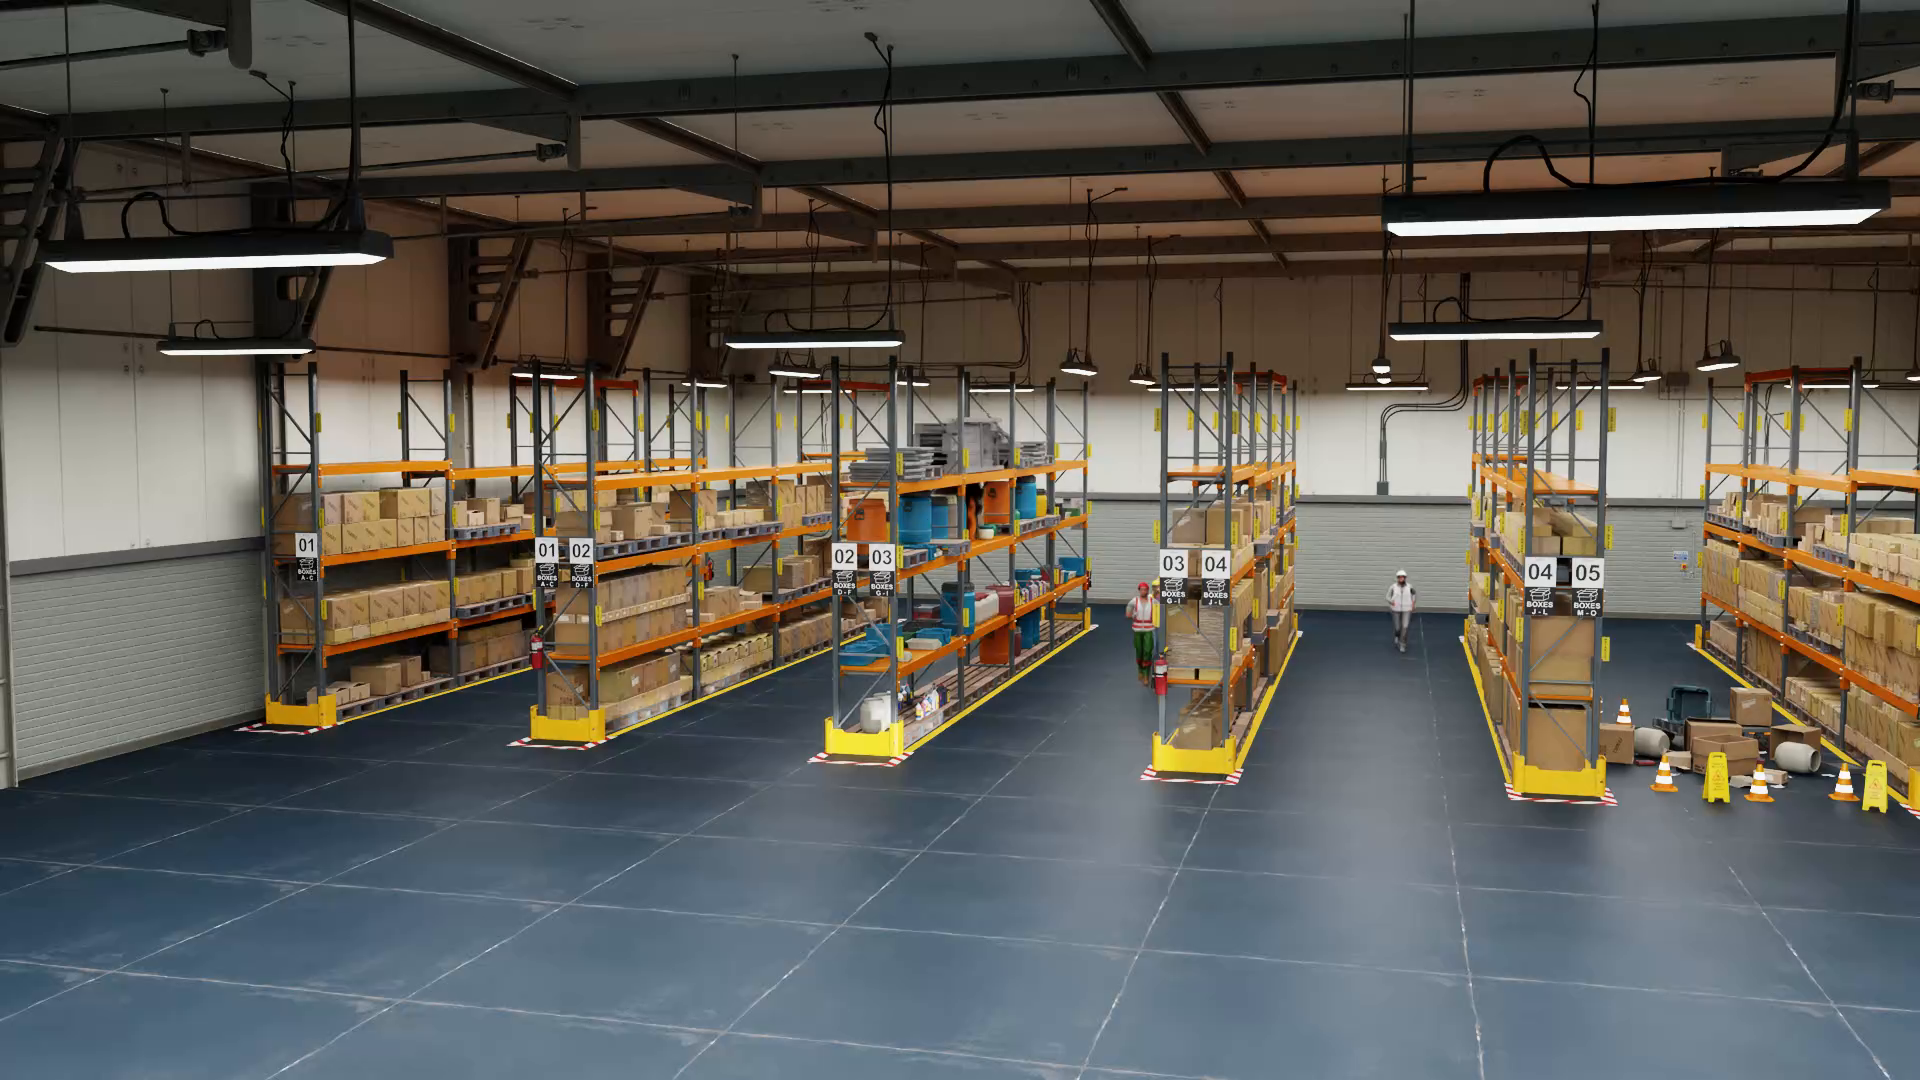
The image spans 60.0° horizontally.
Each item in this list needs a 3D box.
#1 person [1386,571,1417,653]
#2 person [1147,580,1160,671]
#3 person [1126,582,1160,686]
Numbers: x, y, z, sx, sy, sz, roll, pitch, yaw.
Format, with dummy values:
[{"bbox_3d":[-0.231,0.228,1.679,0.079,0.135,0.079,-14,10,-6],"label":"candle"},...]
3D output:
[{"bbox_3d":[9.713,1.555,36.583,0.673,1.775,0.937,1,4,14],"label":"person"},{"bbox_3d":[3.743,1.635,31.525,0.674,1.754,0.536,1,4,16],"label":"person"},{"bbox_3d":[3.313,1.675,30.090,0.636,1.837,0.789,1,4,10],"label":"person"}]
